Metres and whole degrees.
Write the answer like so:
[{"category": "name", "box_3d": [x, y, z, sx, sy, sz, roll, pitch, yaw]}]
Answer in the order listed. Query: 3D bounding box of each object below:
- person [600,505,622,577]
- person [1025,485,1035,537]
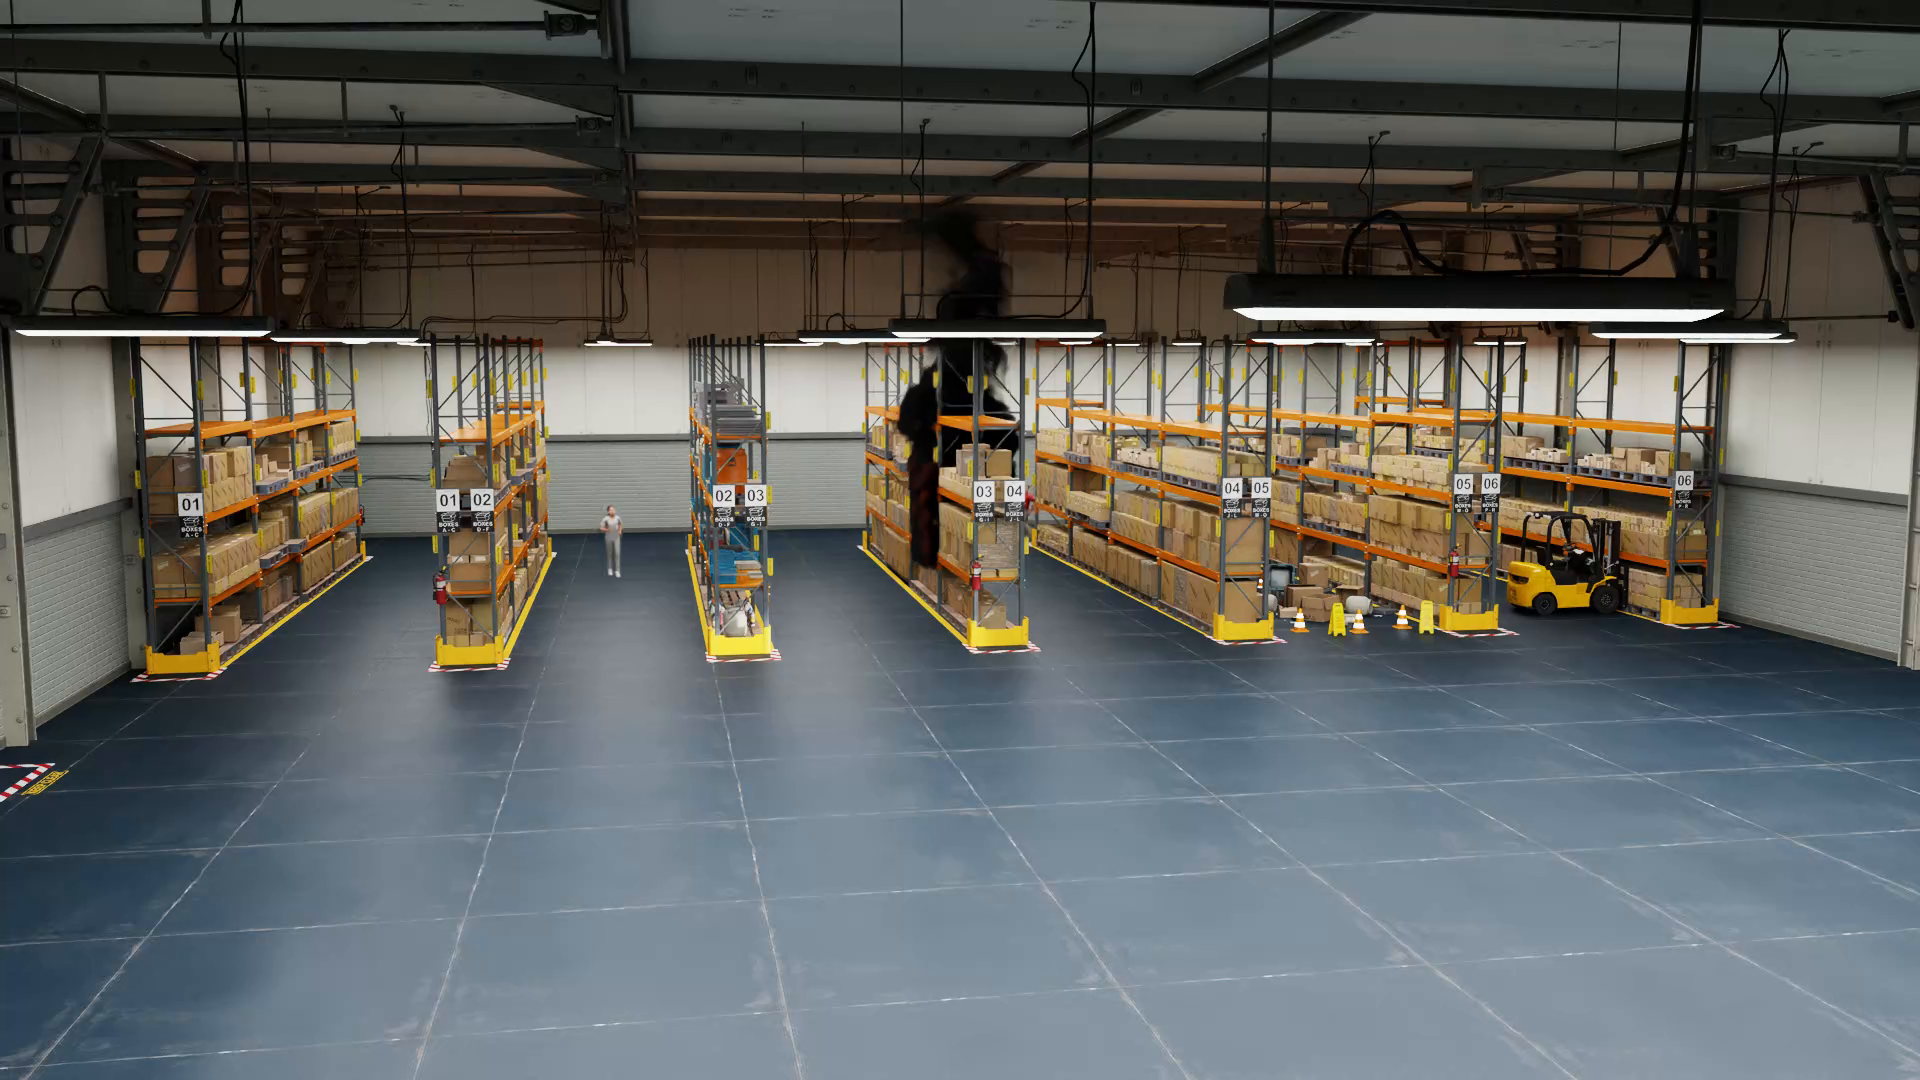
[{"category": "person", "box_3d": [-8.337, 0.021, 39.881, 0.565, 1.706, 0.886, -3, 7, -22]}, {"category": "person", "box_3d": [1.869, -0.804, 49.831, 0.774, 1.723, 0.659, -1, 7, -6]}]
